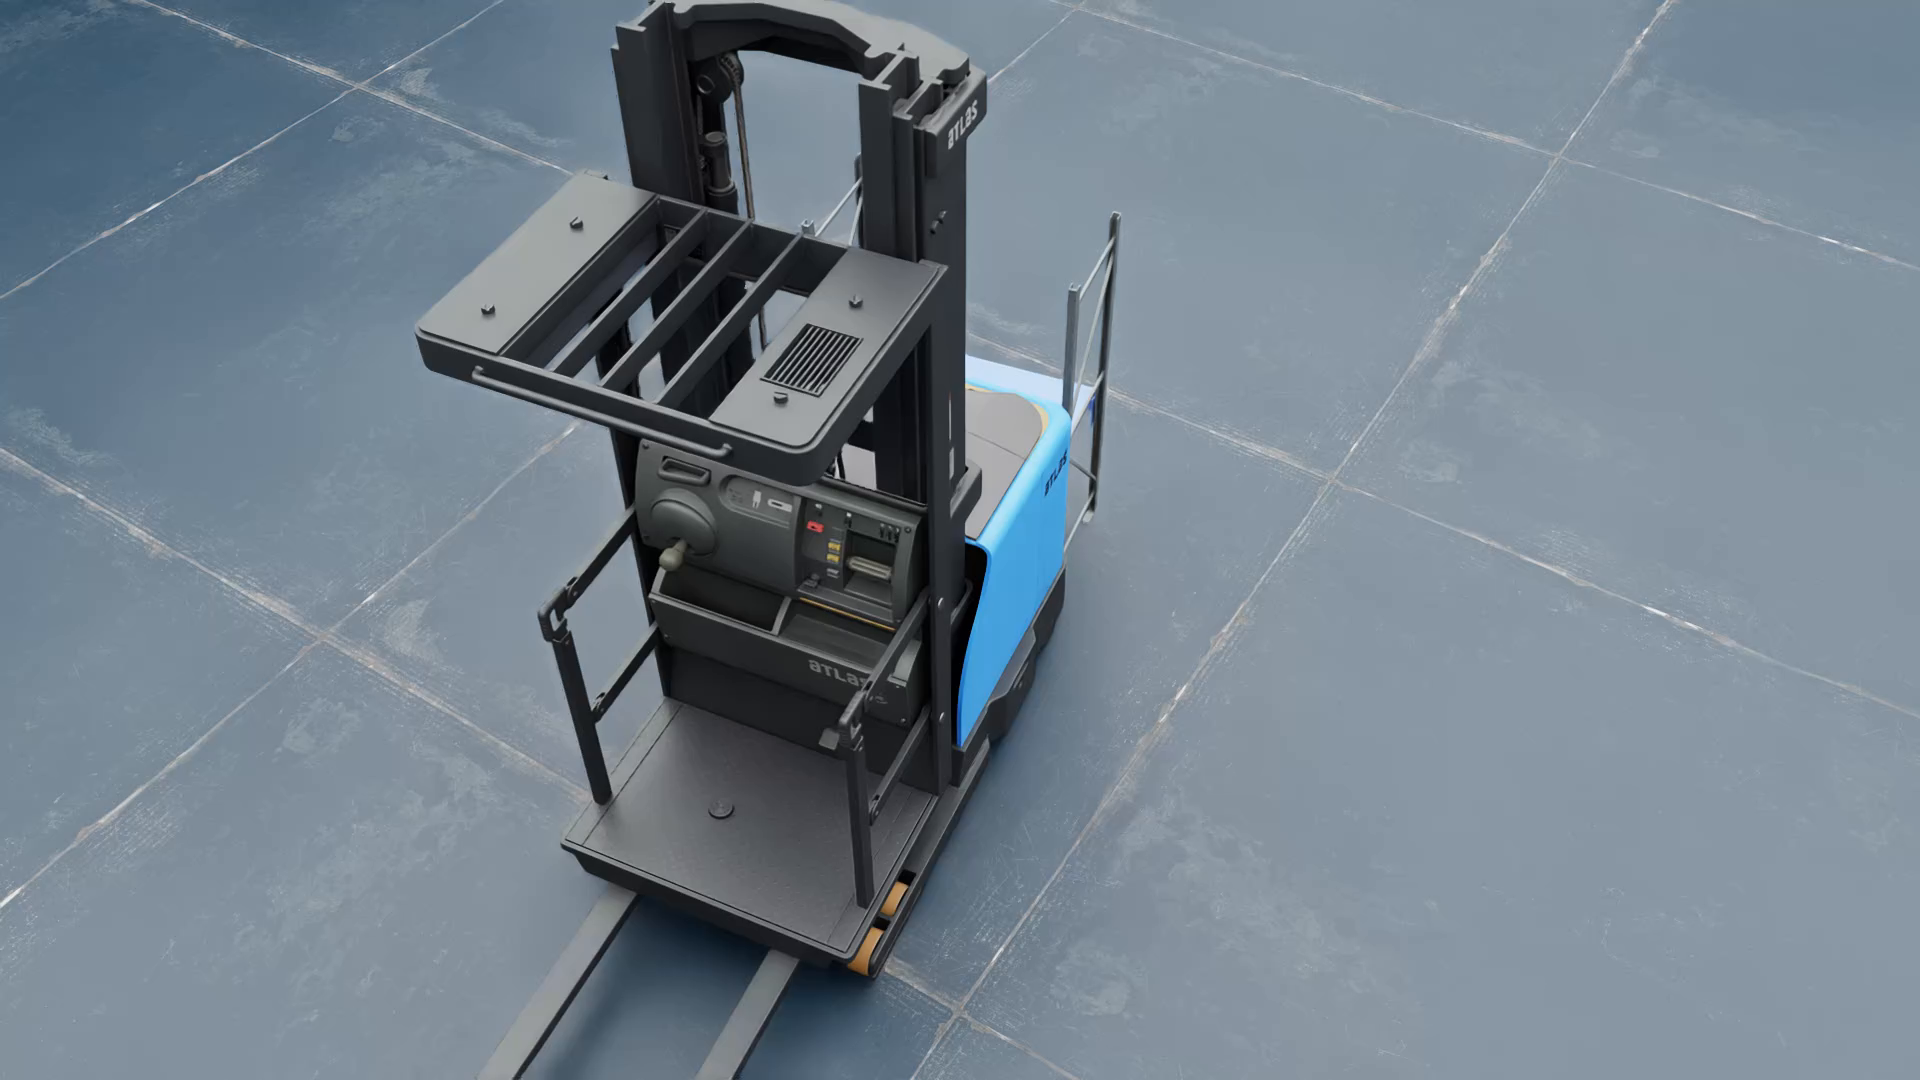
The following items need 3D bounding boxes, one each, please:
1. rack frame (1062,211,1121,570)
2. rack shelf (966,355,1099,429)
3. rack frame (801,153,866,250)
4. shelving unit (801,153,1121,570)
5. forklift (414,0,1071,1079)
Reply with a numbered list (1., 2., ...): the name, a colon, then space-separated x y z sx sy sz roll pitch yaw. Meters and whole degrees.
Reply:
1. rack frame: 0.479 -0.502 6.414 0.032 1.500 0.500 16 48 15
2. rack shelf: 0.007 -0.512 6.675 1.000 0.185 0.538 16 48 15
3. rack frame: -0.465 -0.773 6.678 0.032 1.500 0.500 16 48 15
4. shelving unit: 0.007 -0.638 6.546 1.048 1.500 0.538 16 48 15
5. forklift: -0.647 0.071 4.859 1.130 2.935 3.031 18 48 16
